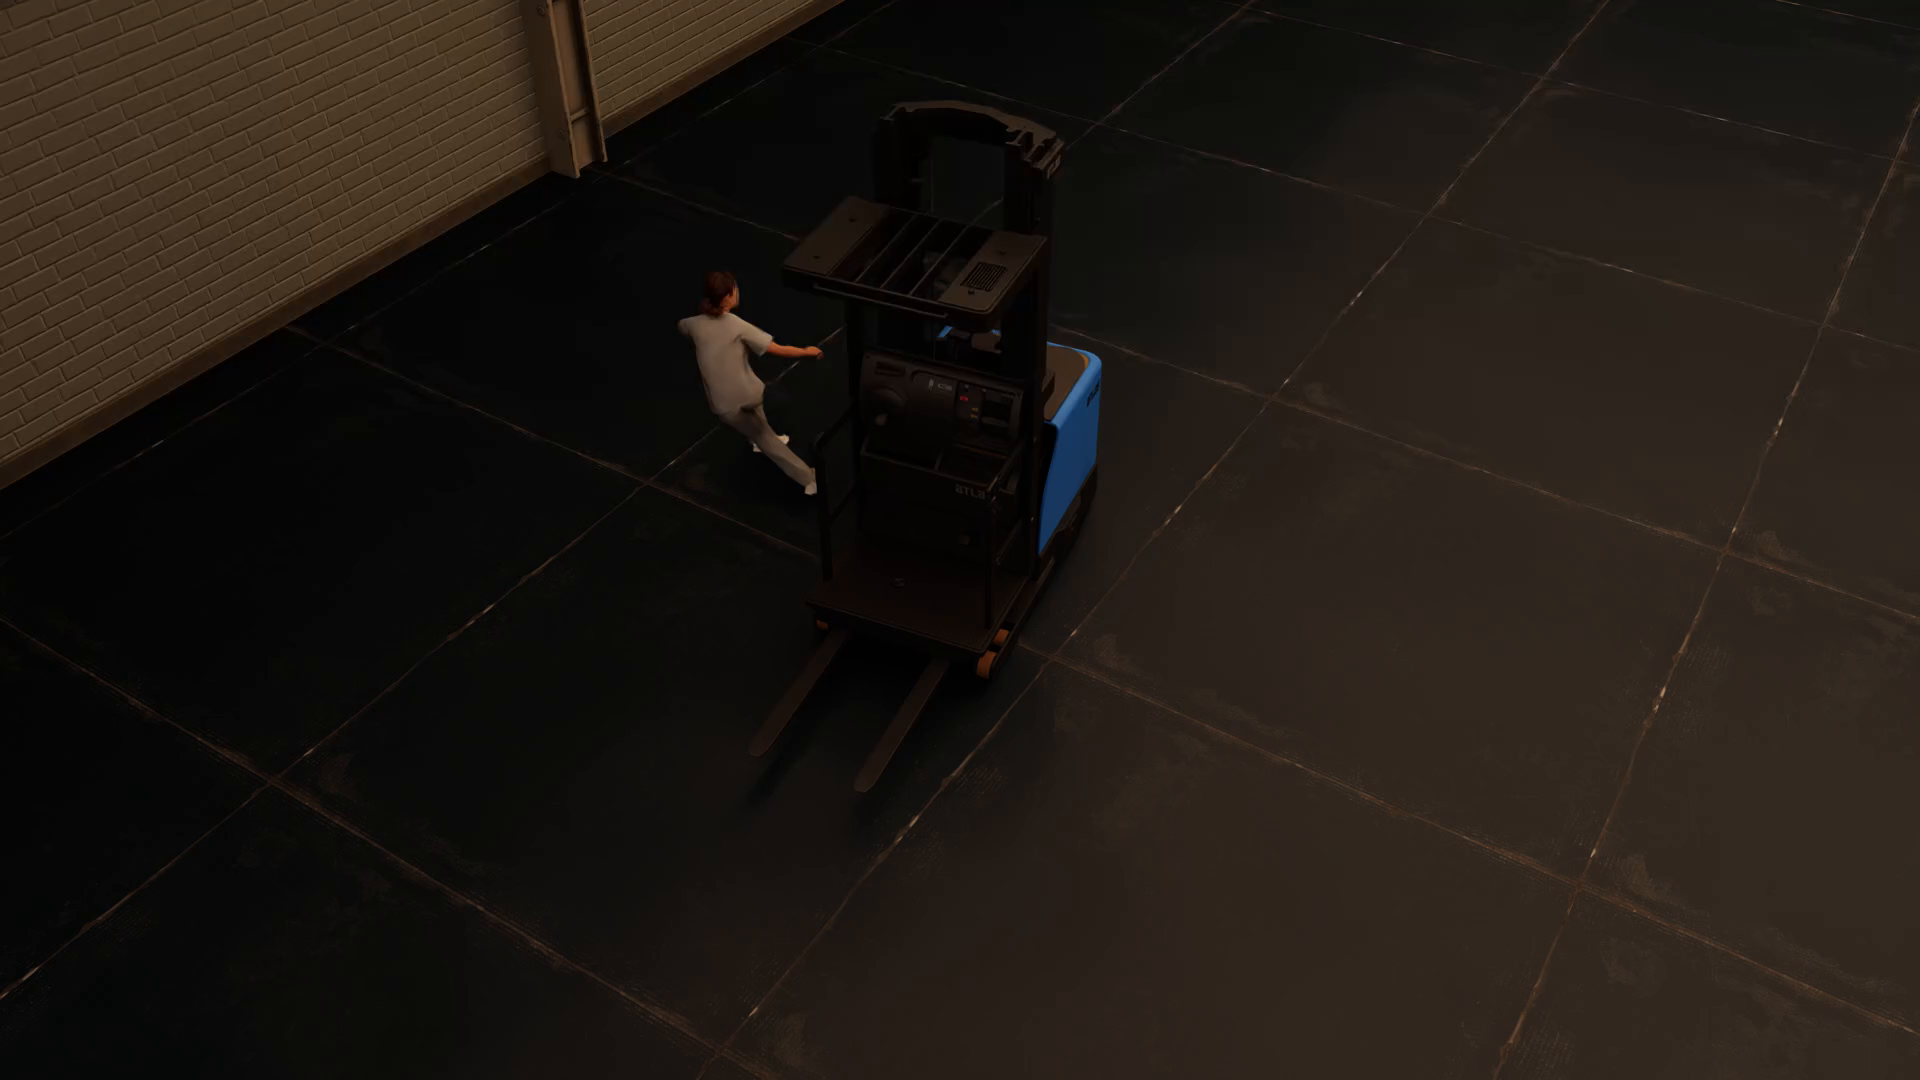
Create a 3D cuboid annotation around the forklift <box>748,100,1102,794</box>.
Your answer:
[{"bbox_3d":[-0.189,-0.654,8.739,1.130,2.935,3.031,16,43,18],"label":"forklift"}]

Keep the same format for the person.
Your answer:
[{"bbox_3d":[-1.283,-1.028,10.334,0.880,1.431,0.819,-5,41,-6],"label":"person"}]
